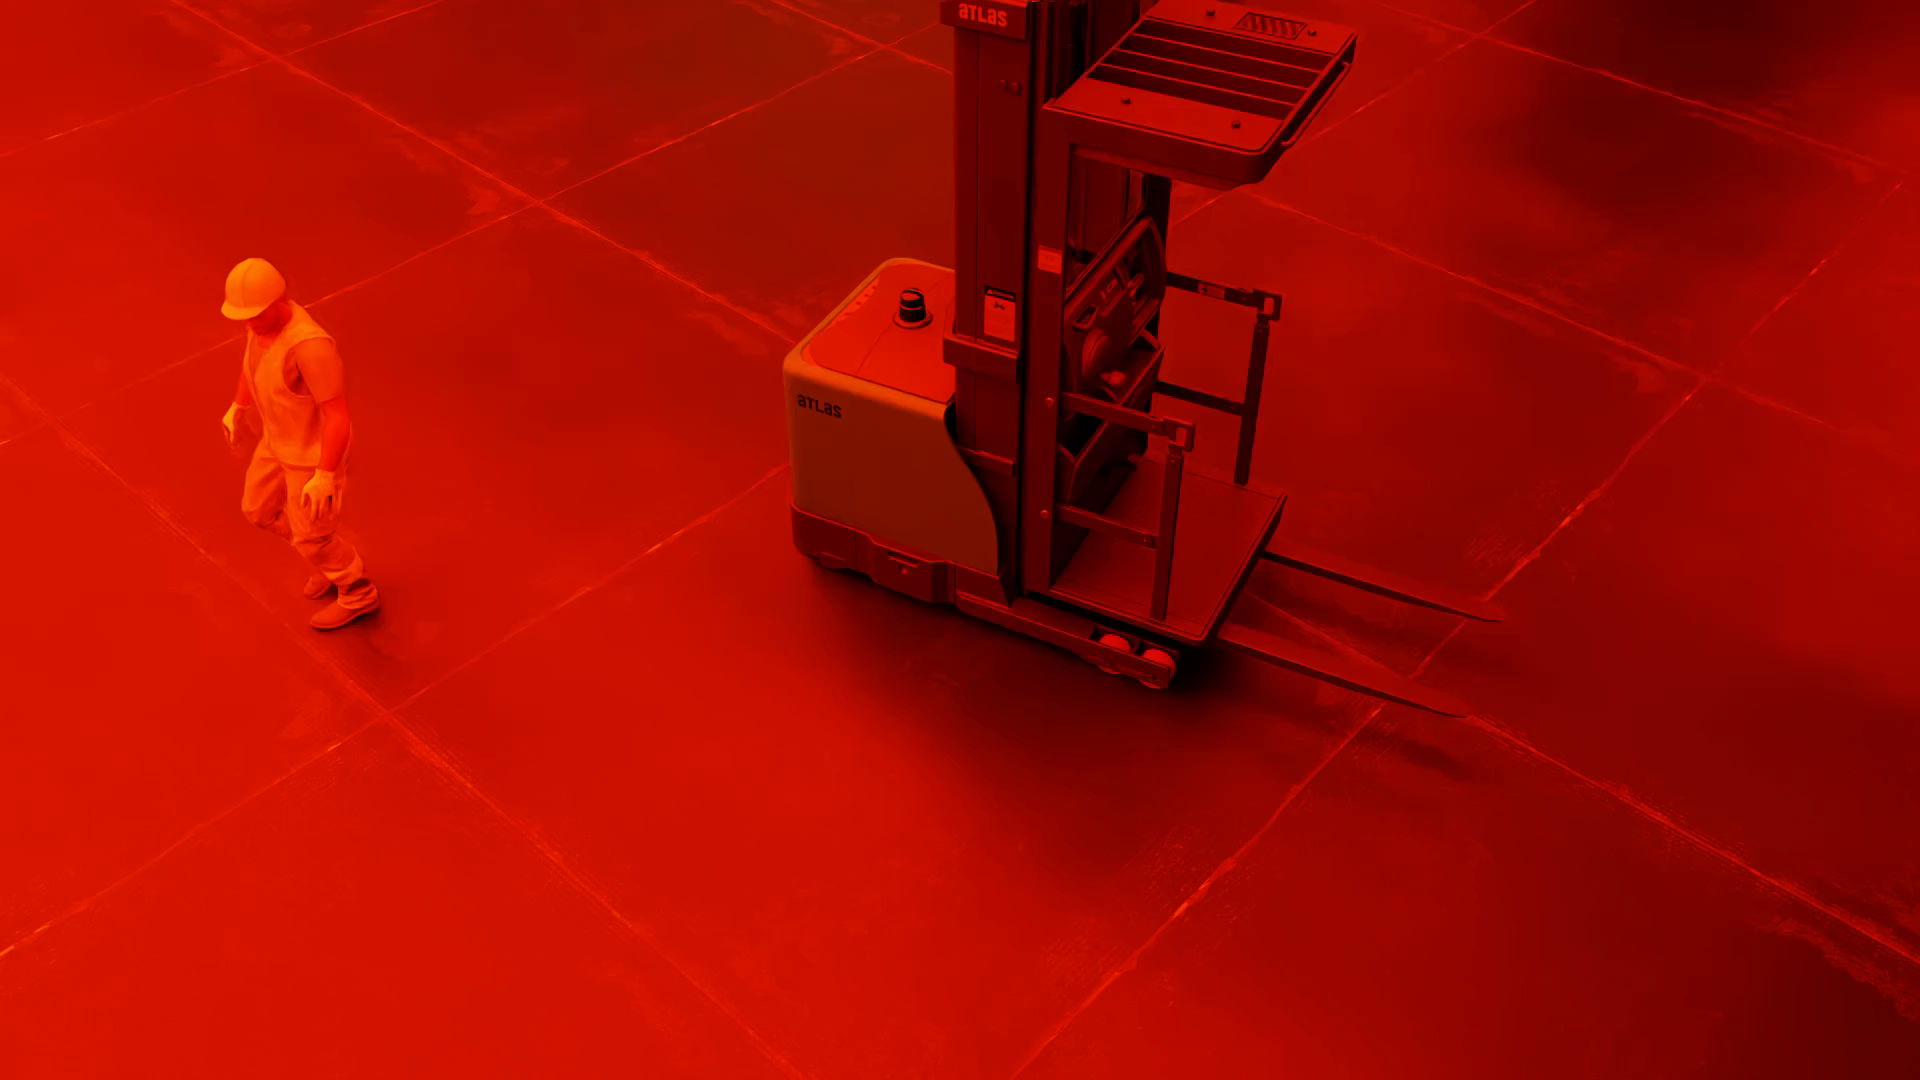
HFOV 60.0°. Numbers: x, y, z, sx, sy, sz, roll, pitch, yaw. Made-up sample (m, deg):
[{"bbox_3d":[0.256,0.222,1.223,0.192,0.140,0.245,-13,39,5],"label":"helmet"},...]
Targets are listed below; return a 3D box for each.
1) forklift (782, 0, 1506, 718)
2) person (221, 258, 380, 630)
[{"bbox_3d":[0.793,-0.888,6.464,3.031,2.935,1.130,18,44,20],"label":"forklift"},{"bbox_3d":[-2.672,-0.327,6.725,0.483,1.773,0.838,-27,47,-28],"label":"person"}]
